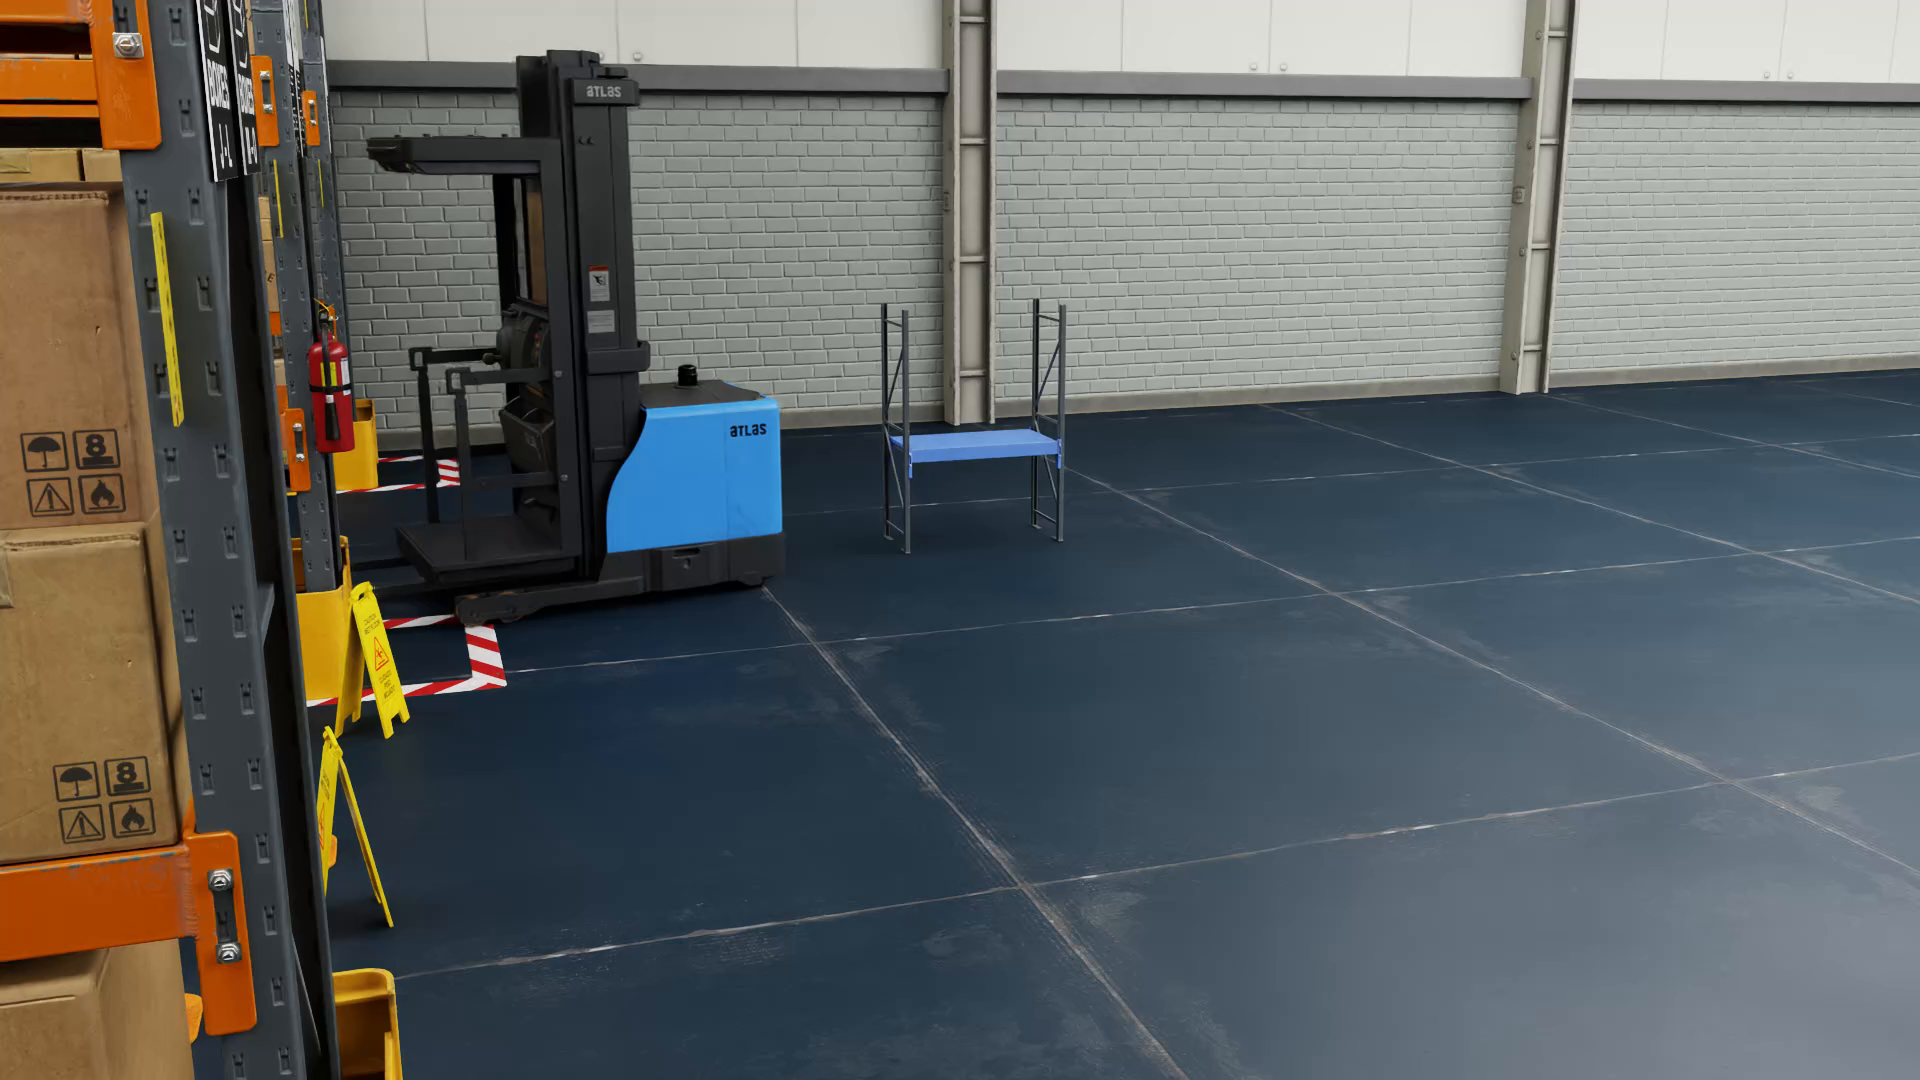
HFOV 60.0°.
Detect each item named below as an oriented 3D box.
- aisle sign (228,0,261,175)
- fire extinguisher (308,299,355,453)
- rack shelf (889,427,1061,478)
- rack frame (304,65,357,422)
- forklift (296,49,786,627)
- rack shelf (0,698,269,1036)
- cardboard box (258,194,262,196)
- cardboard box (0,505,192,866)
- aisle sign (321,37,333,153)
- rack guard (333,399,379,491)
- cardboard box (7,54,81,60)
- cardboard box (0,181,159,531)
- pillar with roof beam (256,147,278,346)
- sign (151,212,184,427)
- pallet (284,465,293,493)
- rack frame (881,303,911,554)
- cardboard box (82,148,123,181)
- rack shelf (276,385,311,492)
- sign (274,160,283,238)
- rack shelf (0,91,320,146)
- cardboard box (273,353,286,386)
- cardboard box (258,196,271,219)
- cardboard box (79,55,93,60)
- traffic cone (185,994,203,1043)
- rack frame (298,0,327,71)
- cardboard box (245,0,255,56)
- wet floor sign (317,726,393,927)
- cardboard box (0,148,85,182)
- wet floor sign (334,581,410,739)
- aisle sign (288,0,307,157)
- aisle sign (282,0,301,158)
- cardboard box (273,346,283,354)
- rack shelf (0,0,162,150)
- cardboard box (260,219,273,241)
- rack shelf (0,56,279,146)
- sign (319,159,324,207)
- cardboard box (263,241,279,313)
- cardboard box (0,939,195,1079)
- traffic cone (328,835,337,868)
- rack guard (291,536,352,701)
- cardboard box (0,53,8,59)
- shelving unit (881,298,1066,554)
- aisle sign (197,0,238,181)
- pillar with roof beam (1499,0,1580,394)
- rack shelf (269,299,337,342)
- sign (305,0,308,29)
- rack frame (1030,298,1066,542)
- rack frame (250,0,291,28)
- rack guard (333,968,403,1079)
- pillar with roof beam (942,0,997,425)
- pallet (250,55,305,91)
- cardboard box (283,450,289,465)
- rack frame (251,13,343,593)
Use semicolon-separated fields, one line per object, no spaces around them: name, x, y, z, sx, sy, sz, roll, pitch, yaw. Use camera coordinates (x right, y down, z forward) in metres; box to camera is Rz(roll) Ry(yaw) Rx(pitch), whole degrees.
aisle sign;-1.423;-1.121;3.256;0.004;0.787;0.394;-4;14;-18
fire extinguisher;-2.813;-0.733;7.411;0.183;0.674;0.296;-4;14;-18
rack shelf;0.081;-0.561;10.537;1.000;0.185;0.538;-4;14;-18
rack frame;-4.655;-1.952;12.367;0.127;3.000;1.000;-4;14;-18
forklift;-2.548;-1.107;8.961;3.031;2.935;1.130;-7;15;-27
rack shelf;-3.290;0.712;2.721;4.000;0.370;1.077;-4;14;-18
cardboard box;-5.314;-2.477;12.314;0.250;0.149;0.380;-4;14;-16
cardboard box;-1.732;0.179;3.084;0.550;0.550;0.875;-4;14;-18
aisle sign;-4.500;-3.157;11.816;0.004;0.787;0.394;-4;14;-18
rack guard;-4.633;-0.738;12.664;0.348;0.500;1.175;-4;14;-18
cardboard box;-3.806;-2.075;6.946;0.250;0.149;0.380;-4;14;-16
cardboard box;-1.758;-0.365;3.037;0.550;0.550;0.875;-4;14;-18
pillar with roof beam;-4.230;-4.073;8.318;0.400;9.000;9.100;-4;14;-18
sign;-1.234;-0.344;2.592;0.005;0.325;0.100;-4;14;-18
pallet;-5.367;-0.530;12.414;1.213;0.211;1.003;-4;14;-18
rack frame;-0.401;-0.698;10.338;0.032;1.500;0.500;-4;14;-18
cardboard box;-3.483;-1.458;7.270;0.500;0.500;0.700;-5;14;-19
rack shelf;-4.964;-0.366;7.254;4.000;0.370;1.077;-4;14;-18
sign;-2.911;-1.457;7.103;0.005;0.325;0.100;-4;14;-18
rack shelf;-6.551;-2.914;11.482;4.000;0.370;1.077;-4;14;-18
cardboard box;-4.992;-1.203;12.090;0.500;0.250;0.500;-4;14;-16
cardboard box;-4.928;-2.388;11.940;0.250;0.149;0.380;-4;14;-18
cardboard box;-3.543;-2.087;6.997;0.250;0.149;0.380;-4;14;-18
traffic cone;-2.351;1.177;4.697;0.334;0.463;0.336;-4;14;-18
rack frame;-4.655;-4.871;11.673;0.127;3.000;1.000;-4;14;-18
cardboard box;-4.997;-3.627;11.586;0.500;0.500;0.500;-4;14;-16
wet floor sign;-1.998;0.924;5.366;0.232;0.644;0.267;-7;15;-28
cardboard box;-3.965;-1.422;7.120;0.500;0.500;0.700;-4;14;-18
wet floor sign;-2.547;0.502;7.136;0.232;0.644;0.267;0;13;1
aisle sign;-3.109;-2.201;7.795;0.004;0.787;0.394;-4;14;-18
aisle sign;-2.918;-2.069;7.242;0.004;0.787;0.394;-4;14;-18
cardboard box;-5.171;-1.311;12.546;0.500;0.250;0.500;-5;14;-19
rack shelf;-3.290;-0.747;2.374;4.000;0.370;1.077;-4;14;-18
cardboard box;-4.895;-2.229;11.914;0.250;0.149;0.380;-4;14;-17
rack shelf;-4.964;-1.825;6.907;4.000;0.370;1.077;-4;14;-18
sign;-4.496;-2.510;11.701;0.005;0.325;0.100;-4;14;-18
cardboard box;-5.038;-1.907;11.960;0.500;0.500;0.500;-5;14;-19
cardboard box;-2.016;1.109;3.184;0.875;0.875;0.875;-4;14;-18
traffic cone;-2.389;0.904;5.844;0.334;0.463;0.336;-4;14;-18
rack guard;-3.141;0.358;8.057;0.348;0.500;1.175;-4;14;-18
cardboard box;-4.067;-2.071;6.929;0.250;0.149;0.380;-4;14;-18
shelving unit;0.081;-0.736;10.496;1.048;1.500;0.538;-4;14;-18
aisle sign;-1.231;-0.990;2.703;0.004;0.787;0.394;-4;14;-18
pillar with roof beam;7.144;-4.958;12.042;0.400;9.000;9.100;-4;14;-18
rack shelf;-6.551;-1.454;11.830;4.000;0.370;1.077;-4;14;-18
sign;-4.496;-3.683;11.422;0.005;0.325;0.100;-4;14;-18
rack frame;0.563;-0.773;10.653;0.032;1.500;0.500;-4;14;-18
rack frame;-3.069;-3.782;7.097;0.127;3.000;1.000;-4;14;-18
rack guard;-1.372;1.429;3.555;0.348;0.500;1.175;-4;14;-18
pillar with roof beam;1.457;-4.515;10.180;0.400;9.000;9.100;-4;14;-18
pallet;-5.334;-3.322;11.834;1.213;0.211;1.003;-4;14;-18
cardboard box;-5.000;-0.715;12.199;0.500;0.250;0.500;-4;14;-18
rack frame;-3.069;-0.864;7.791;0.127;3.000;1.000;-4;14;-18
